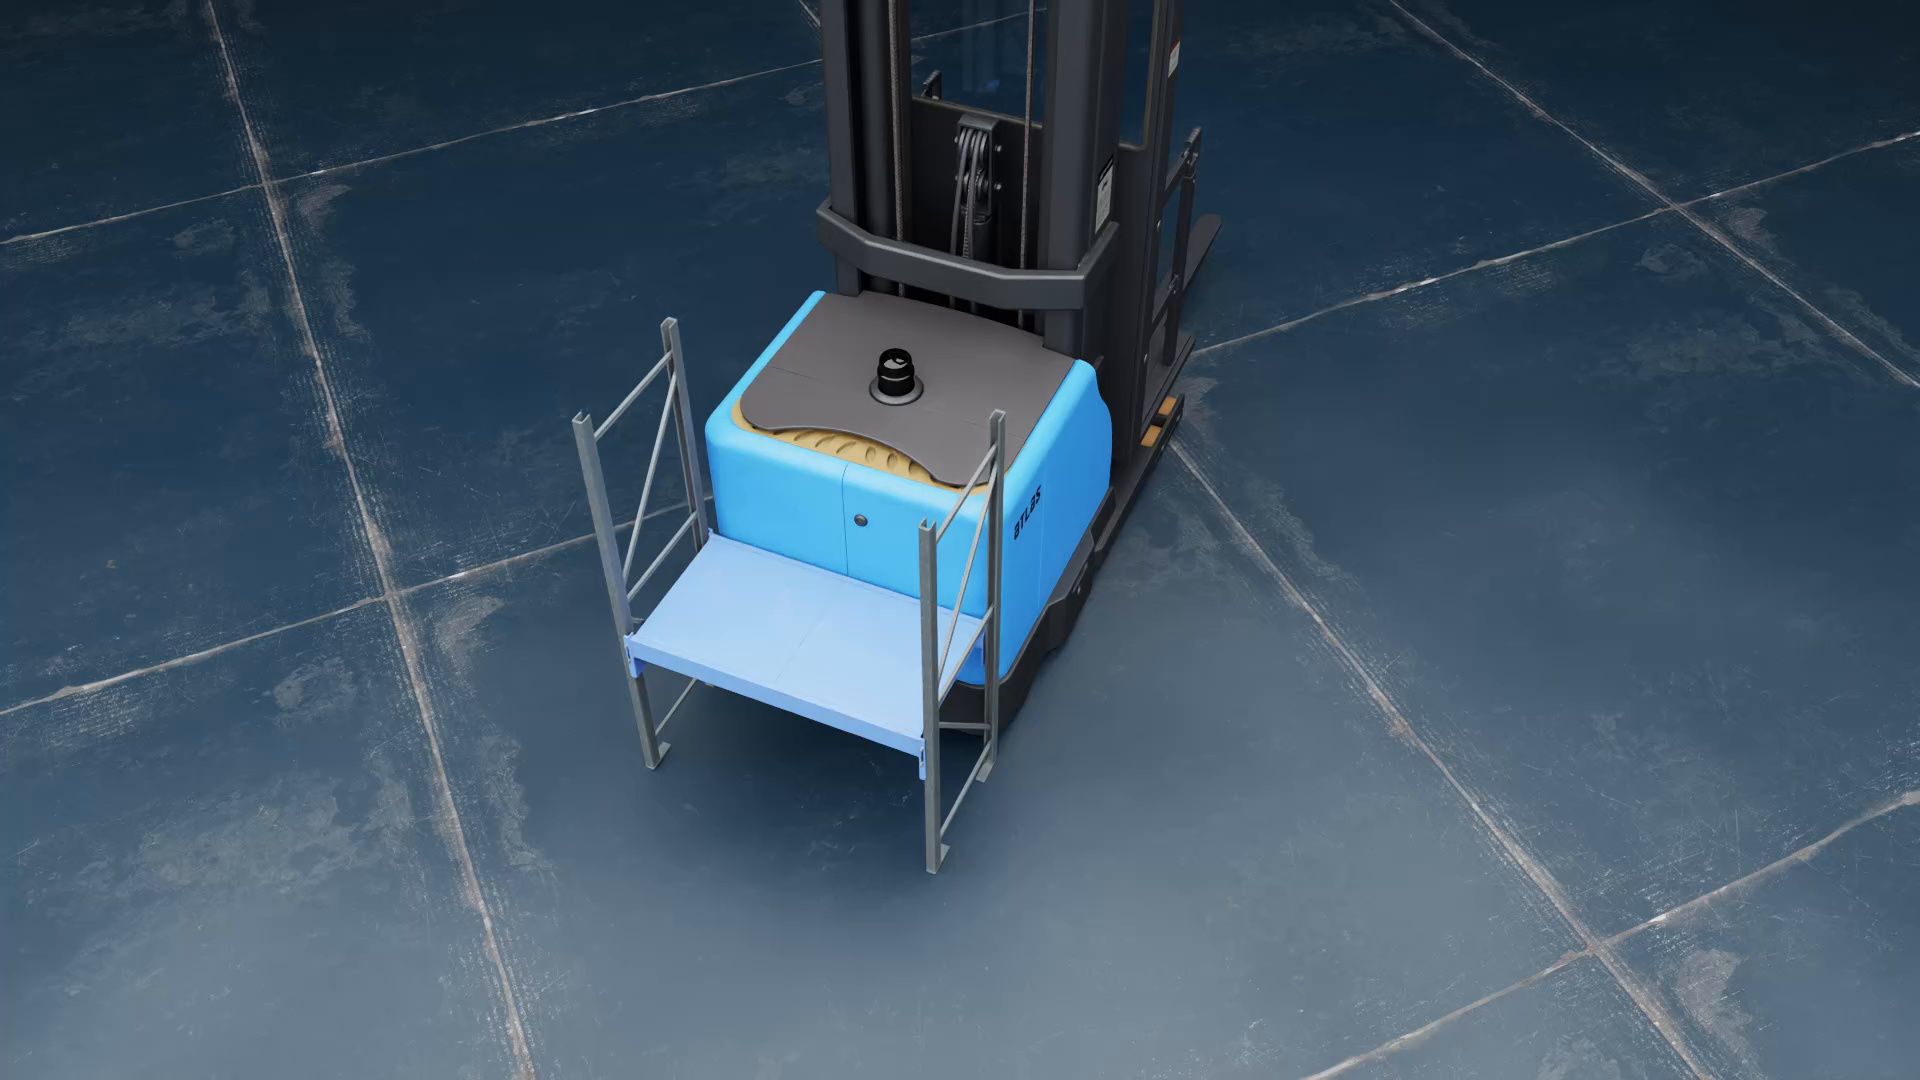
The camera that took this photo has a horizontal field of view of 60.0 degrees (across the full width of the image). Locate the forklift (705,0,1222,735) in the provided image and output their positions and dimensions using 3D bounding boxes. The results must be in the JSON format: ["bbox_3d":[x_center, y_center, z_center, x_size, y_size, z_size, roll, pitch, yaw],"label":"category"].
[{"bbox_3d":[0.248,-1.444,5.627,1.130,2.935,3.031,17,47,16],"label":"forklift"}]

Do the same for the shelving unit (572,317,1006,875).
[{"bbox_3d":[-0.456,0.203,4.976,1.048,1.500,0.538,17,47,17],"label":"shelving unit"}]

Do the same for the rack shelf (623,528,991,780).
[{"bbox_3d":[-0.456,0.331,5.103,1.000,0.185,0.538,17,47,17],"label":"rack shelf"}]

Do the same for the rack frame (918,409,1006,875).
[{"bbox_3d":[0.009,0.346,4.831,0.032,1.500,0.500,17,47,17],"label":"rack frame"}]

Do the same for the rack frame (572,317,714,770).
[{"bbox_3d":[-0.922,0.060,5.121,0.032,1.500,0.500,17,47,17],"label":"rack frame"}]
